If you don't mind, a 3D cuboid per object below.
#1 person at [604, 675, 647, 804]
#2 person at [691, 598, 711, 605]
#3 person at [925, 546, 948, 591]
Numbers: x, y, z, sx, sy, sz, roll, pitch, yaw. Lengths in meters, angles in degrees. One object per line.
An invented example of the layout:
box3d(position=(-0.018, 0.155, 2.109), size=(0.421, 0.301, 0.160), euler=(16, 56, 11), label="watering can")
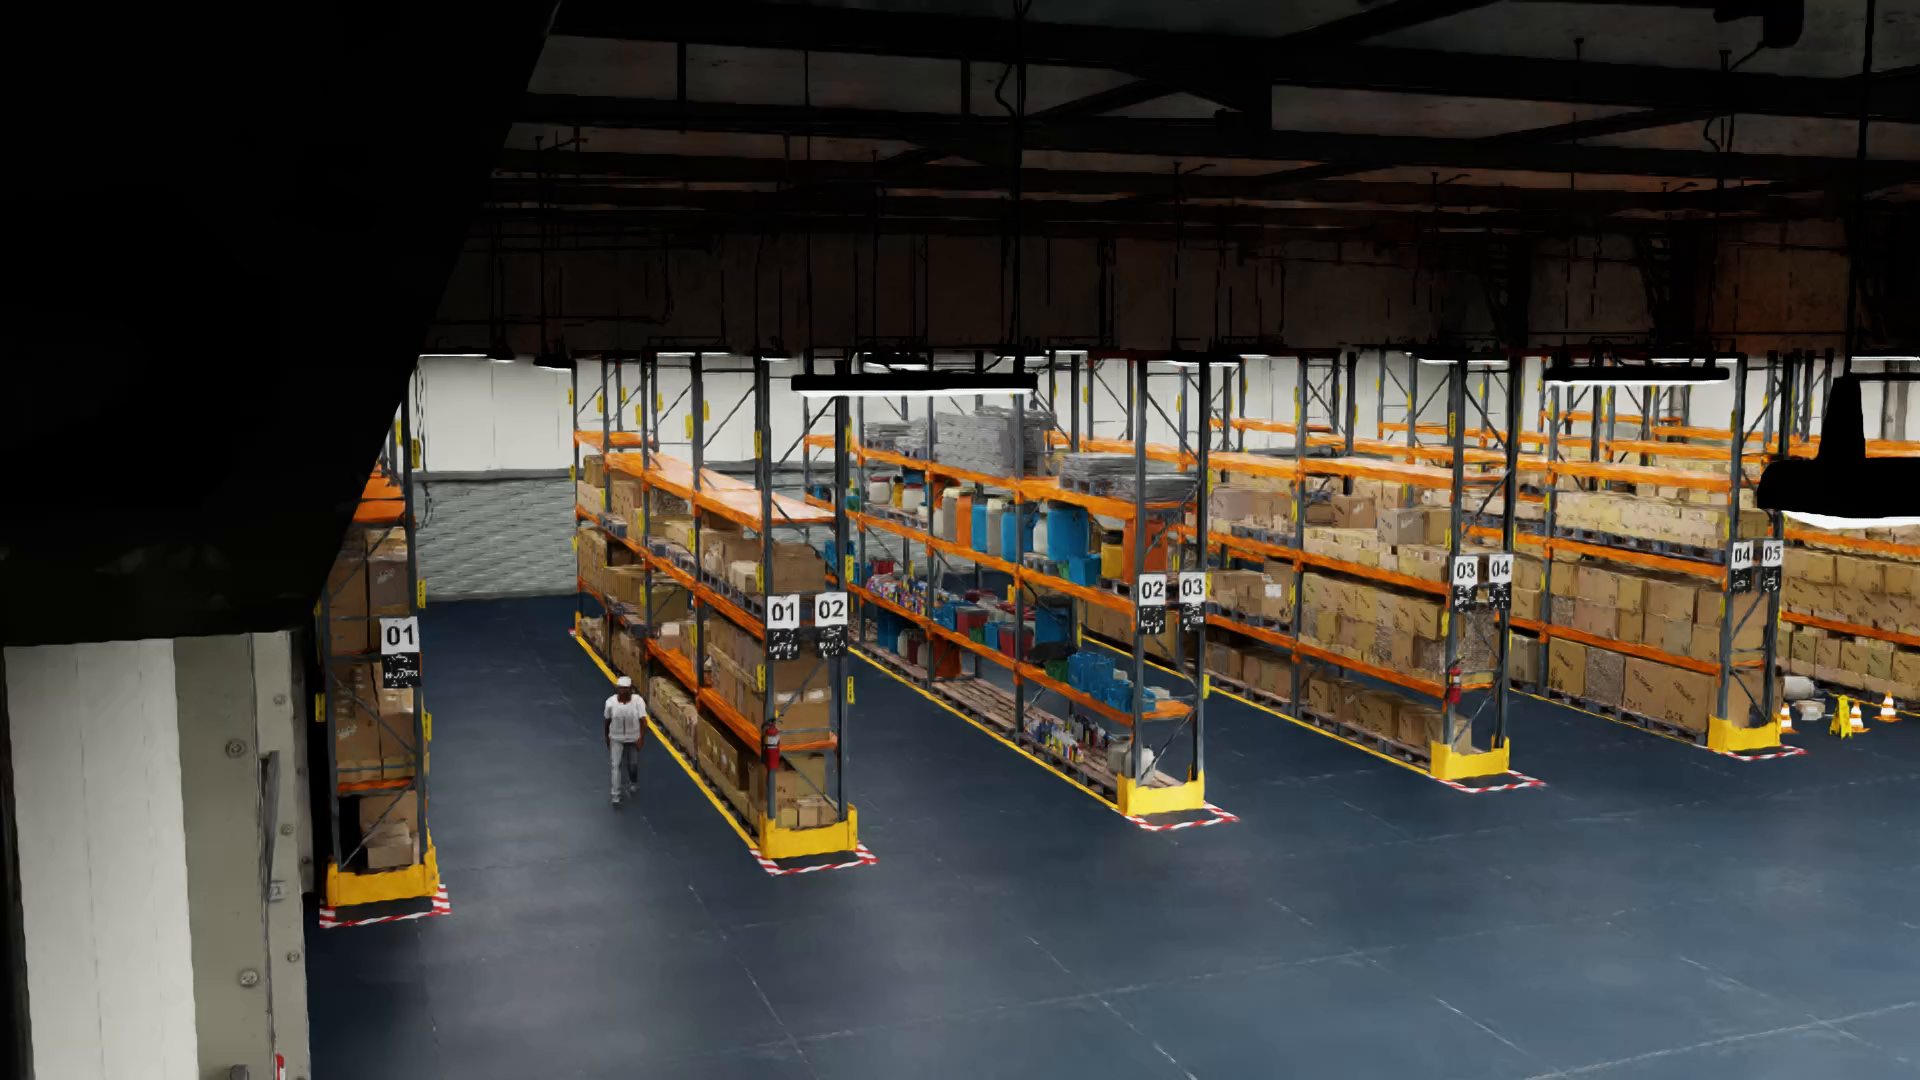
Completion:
box3d(position=(-4.538, 2.676, 22.576), size=(0.564, 1.708, 1.041), euler=(-2, 7, -12), label="person")
box3d(position=(-5.906, 0.647, 38.668), size=(0.560, 1.768, 0.778), euler=(4, 8, 30), label="person")
box3d(position=(-0.578, 0.465, 40.815), size=(0.580, 1.618, 0.507), euler=(-3, 8, -22), label="person")
